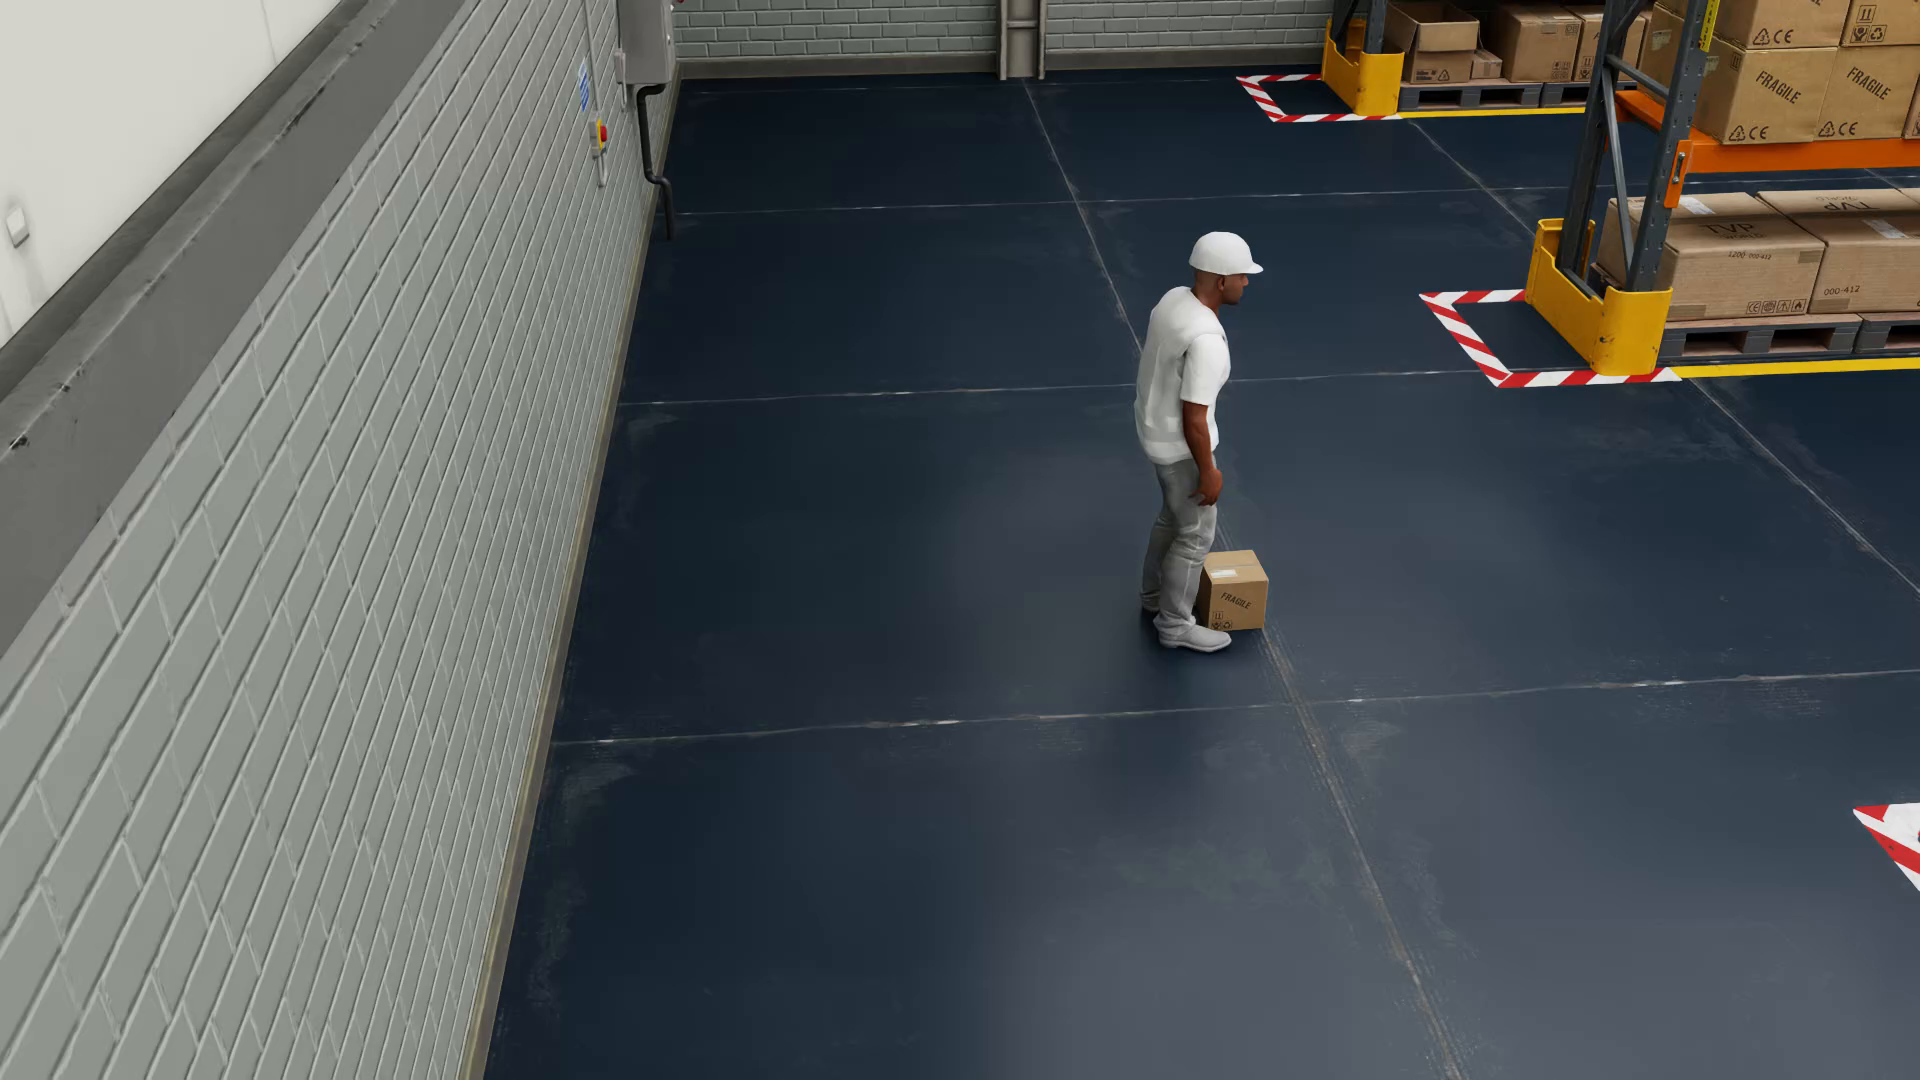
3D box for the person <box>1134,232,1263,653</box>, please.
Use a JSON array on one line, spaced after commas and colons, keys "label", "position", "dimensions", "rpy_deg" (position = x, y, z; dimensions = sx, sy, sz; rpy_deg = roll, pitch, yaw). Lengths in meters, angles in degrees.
[{"label": "person", "position": [0.946, -0.406, 6.796], "dimensions": [0.459, 1.757, 0.627], "rpy_deg": [-3, 31, -4]}]
